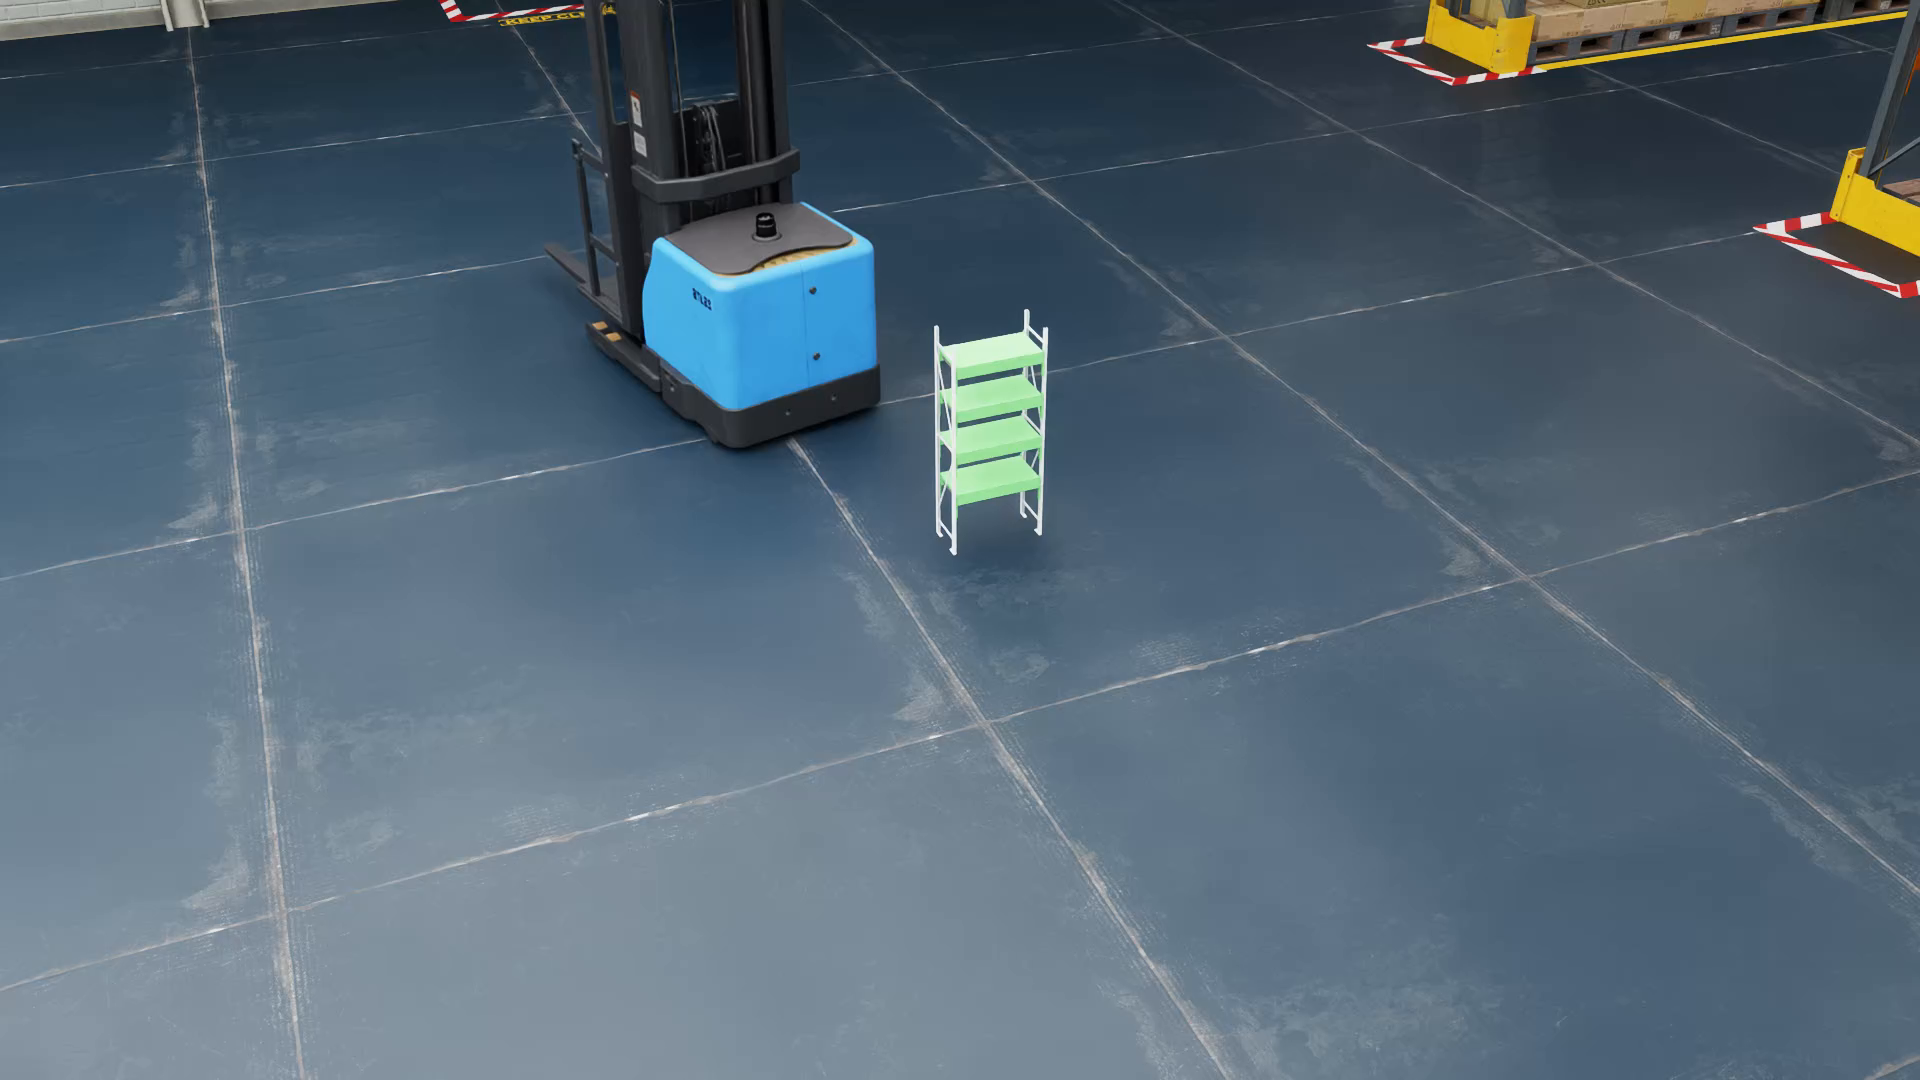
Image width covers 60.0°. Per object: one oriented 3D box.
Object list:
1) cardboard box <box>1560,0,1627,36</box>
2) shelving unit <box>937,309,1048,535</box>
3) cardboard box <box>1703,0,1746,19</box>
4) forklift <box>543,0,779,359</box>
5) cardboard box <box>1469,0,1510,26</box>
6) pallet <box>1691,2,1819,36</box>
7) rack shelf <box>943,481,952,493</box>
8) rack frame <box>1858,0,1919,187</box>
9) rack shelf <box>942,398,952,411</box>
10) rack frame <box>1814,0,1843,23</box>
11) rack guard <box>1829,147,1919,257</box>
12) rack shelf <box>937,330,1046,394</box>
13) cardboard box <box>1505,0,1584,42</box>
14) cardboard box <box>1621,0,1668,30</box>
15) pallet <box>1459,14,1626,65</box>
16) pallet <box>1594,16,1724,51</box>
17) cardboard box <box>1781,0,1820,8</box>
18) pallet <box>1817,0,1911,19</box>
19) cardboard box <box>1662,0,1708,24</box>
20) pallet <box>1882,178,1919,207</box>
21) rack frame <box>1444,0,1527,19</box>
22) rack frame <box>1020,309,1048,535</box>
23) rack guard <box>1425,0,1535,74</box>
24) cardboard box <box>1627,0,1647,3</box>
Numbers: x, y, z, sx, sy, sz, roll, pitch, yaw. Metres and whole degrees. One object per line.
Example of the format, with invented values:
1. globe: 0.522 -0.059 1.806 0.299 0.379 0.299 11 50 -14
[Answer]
1. cardboard box: 5.963 -5.024 15.857 0.500 0.250 0.500 -13 35 -19
2. shelving unit: 0.158 -0.539 8.478 0.492 1.200 0.258 -13 35 -19
3. cardboard box: 7.348 -5.338 16.340 0.500 0.250 0.500 -13 35 -19
4. forklift: -1.727 -2.509 9.918 1.121 2.935 3.031 -21 39 -29
5. cardboard box: 5.303 -5.177 16.092 0.500 0.250 0.500 -13 35 -19
6. pallet: 7.862 -5.421 16.887 1.213 0.211 1.003 -13 35 -19
7. rack shelf: 0.153 -0.307 8.627 0.442 0.029 0.199 -13 35 -19
8. rack frame: 6.837 -3.400 11.225 0.127 3.000 1.000 -13 35 -19
9. rack shelf: 0.153 -0.709 8.365 0.442 0.029 0.199 -13 35 -19
10. rack frame: 8.611 -6.736 16.352 0.127 3.000 1.000 -13 35 -19
11. rack guard: 6.889 -2.392 11.968 0.348 0.500 1.175 -13 35 -19
12. rack shelf: 0.153 -0.887 8.250 0.480 0.148 0.258 -13 35 -19
13. cardboard box: 5.504 -4.916 15.692 0.500 0.250 0.500 -13 35 -19
14. cardboard box: 6.425 -5.129 16.019 0.500 0.250 0.500 -13 35 -19
15. pallet: 5.612 -4.905 16.095 1.213 0.211 1.003 -13 35 -19
16. pallet: 6.735 -5.161 16.488 1.213 0.211 1.003 -13 35 -19
17. cardboard box: 8.268 -5.552 16.668 0.500 0.250 0.500 -13 35 -19
18. pallet: 9.276 -5.743 17.382 1.213 0.211 1.003 -13 35 -19
19. cardboard box: 6.888 -5.232 16.177 0.500 0.250 0.500 -13 35 -19
20. pallet: 7.640 -2.440 12.306 1.213 0.211 1.003 -13 35 -19
21. rack frame: 4.923 -5.892 15.054 0.127 3.000 1.000 -13 35 -19
22. rack frame: 0.378 -0.589 8.556 0.015 1.200 0.240 -13 35 -19
23. rack guard: 4.901 -4.839 15.728 0.348 0.500 1.175 -13 35 -19
24. cardboard box: 6.420 -5.449 15.823 0.500 0.500 0.500 -13 35 -19
